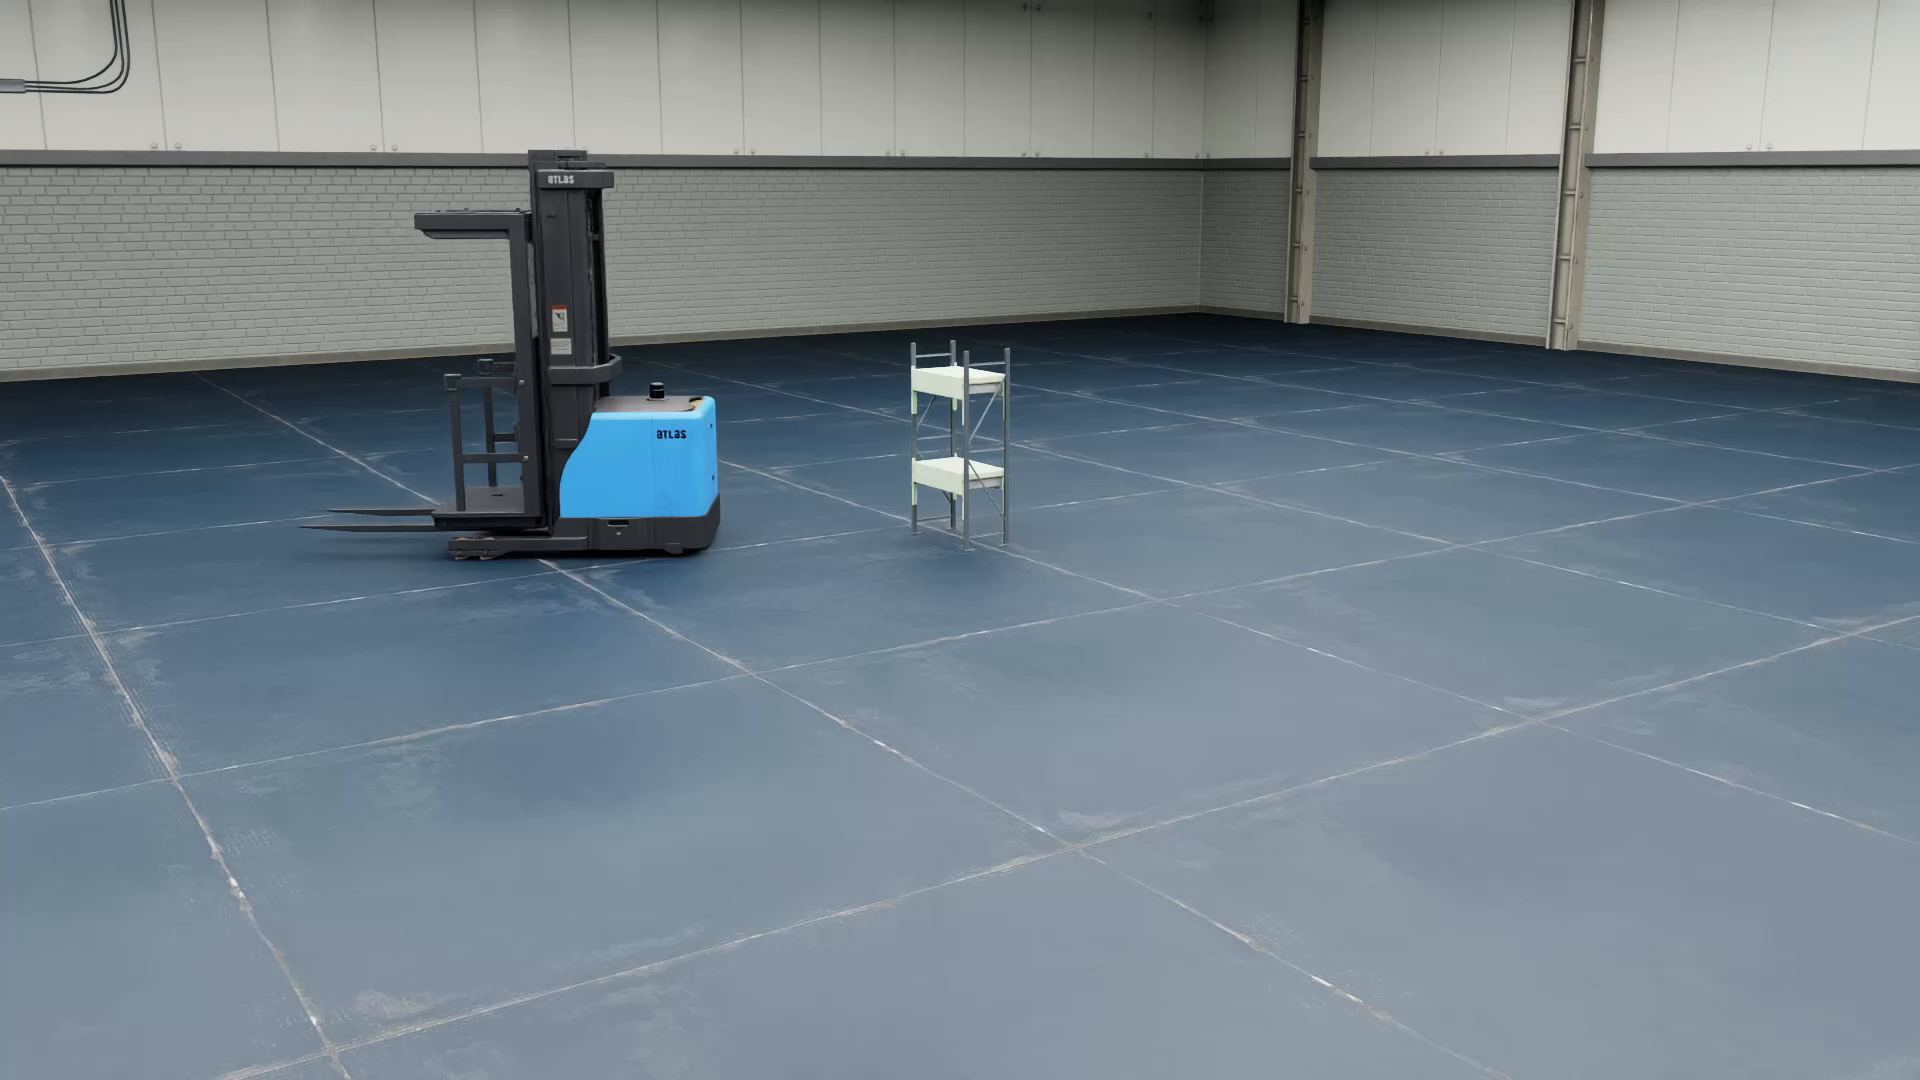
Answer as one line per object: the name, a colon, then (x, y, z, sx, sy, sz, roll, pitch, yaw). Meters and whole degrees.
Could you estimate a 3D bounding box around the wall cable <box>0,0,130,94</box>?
wall cable: (-12.360, -8.312, 21.846, 2.305, 6.003, 0.169, -8, 15, -33)

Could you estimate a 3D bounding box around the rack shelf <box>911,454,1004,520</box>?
rack shelf: (-0.004, -0.415, 12.777, 0.431, 0.370, 0.720, -8, 15, -33)

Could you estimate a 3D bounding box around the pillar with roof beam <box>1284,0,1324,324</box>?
pillar with roof beam: (2.898, -8.068, 28.691, 9.100, 9.000, 0.400, -8, 15, -33)

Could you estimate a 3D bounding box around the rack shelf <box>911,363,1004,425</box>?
rack shelf: (-0.004, -1.115, 12.624, 0.431, 0.370, 0.720, -8, 15, -33)

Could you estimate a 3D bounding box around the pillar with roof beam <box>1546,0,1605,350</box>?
pillar with roof beam: (6.223, -7.001, 23.812, 9.100, 9.000, 0.400, -8, 15, -33)

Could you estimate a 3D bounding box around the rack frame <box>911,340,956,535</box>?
rack frame: (-0.206, -0.799, 13.005, 0.400, 1.500, 0.023, -8, 15, -33)

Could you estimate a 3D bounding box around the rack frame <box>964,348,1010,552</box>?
rack frame: (0.199, -0.669, 12.409, 0.400, 1.500, 0.023, -8, 15, -33)

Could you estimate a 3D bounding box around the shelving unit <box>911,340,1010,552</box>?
shelving unit: (-0.004, -0.734, 12.707, 0.431, 1.500, 0.755, -8, 15, -33)

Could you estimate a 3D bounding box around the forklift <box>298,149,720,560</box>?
forklift: (-3.394, -1.398, 12.395, 3.031, 2.935, 1.130, 0, 12, -2)
